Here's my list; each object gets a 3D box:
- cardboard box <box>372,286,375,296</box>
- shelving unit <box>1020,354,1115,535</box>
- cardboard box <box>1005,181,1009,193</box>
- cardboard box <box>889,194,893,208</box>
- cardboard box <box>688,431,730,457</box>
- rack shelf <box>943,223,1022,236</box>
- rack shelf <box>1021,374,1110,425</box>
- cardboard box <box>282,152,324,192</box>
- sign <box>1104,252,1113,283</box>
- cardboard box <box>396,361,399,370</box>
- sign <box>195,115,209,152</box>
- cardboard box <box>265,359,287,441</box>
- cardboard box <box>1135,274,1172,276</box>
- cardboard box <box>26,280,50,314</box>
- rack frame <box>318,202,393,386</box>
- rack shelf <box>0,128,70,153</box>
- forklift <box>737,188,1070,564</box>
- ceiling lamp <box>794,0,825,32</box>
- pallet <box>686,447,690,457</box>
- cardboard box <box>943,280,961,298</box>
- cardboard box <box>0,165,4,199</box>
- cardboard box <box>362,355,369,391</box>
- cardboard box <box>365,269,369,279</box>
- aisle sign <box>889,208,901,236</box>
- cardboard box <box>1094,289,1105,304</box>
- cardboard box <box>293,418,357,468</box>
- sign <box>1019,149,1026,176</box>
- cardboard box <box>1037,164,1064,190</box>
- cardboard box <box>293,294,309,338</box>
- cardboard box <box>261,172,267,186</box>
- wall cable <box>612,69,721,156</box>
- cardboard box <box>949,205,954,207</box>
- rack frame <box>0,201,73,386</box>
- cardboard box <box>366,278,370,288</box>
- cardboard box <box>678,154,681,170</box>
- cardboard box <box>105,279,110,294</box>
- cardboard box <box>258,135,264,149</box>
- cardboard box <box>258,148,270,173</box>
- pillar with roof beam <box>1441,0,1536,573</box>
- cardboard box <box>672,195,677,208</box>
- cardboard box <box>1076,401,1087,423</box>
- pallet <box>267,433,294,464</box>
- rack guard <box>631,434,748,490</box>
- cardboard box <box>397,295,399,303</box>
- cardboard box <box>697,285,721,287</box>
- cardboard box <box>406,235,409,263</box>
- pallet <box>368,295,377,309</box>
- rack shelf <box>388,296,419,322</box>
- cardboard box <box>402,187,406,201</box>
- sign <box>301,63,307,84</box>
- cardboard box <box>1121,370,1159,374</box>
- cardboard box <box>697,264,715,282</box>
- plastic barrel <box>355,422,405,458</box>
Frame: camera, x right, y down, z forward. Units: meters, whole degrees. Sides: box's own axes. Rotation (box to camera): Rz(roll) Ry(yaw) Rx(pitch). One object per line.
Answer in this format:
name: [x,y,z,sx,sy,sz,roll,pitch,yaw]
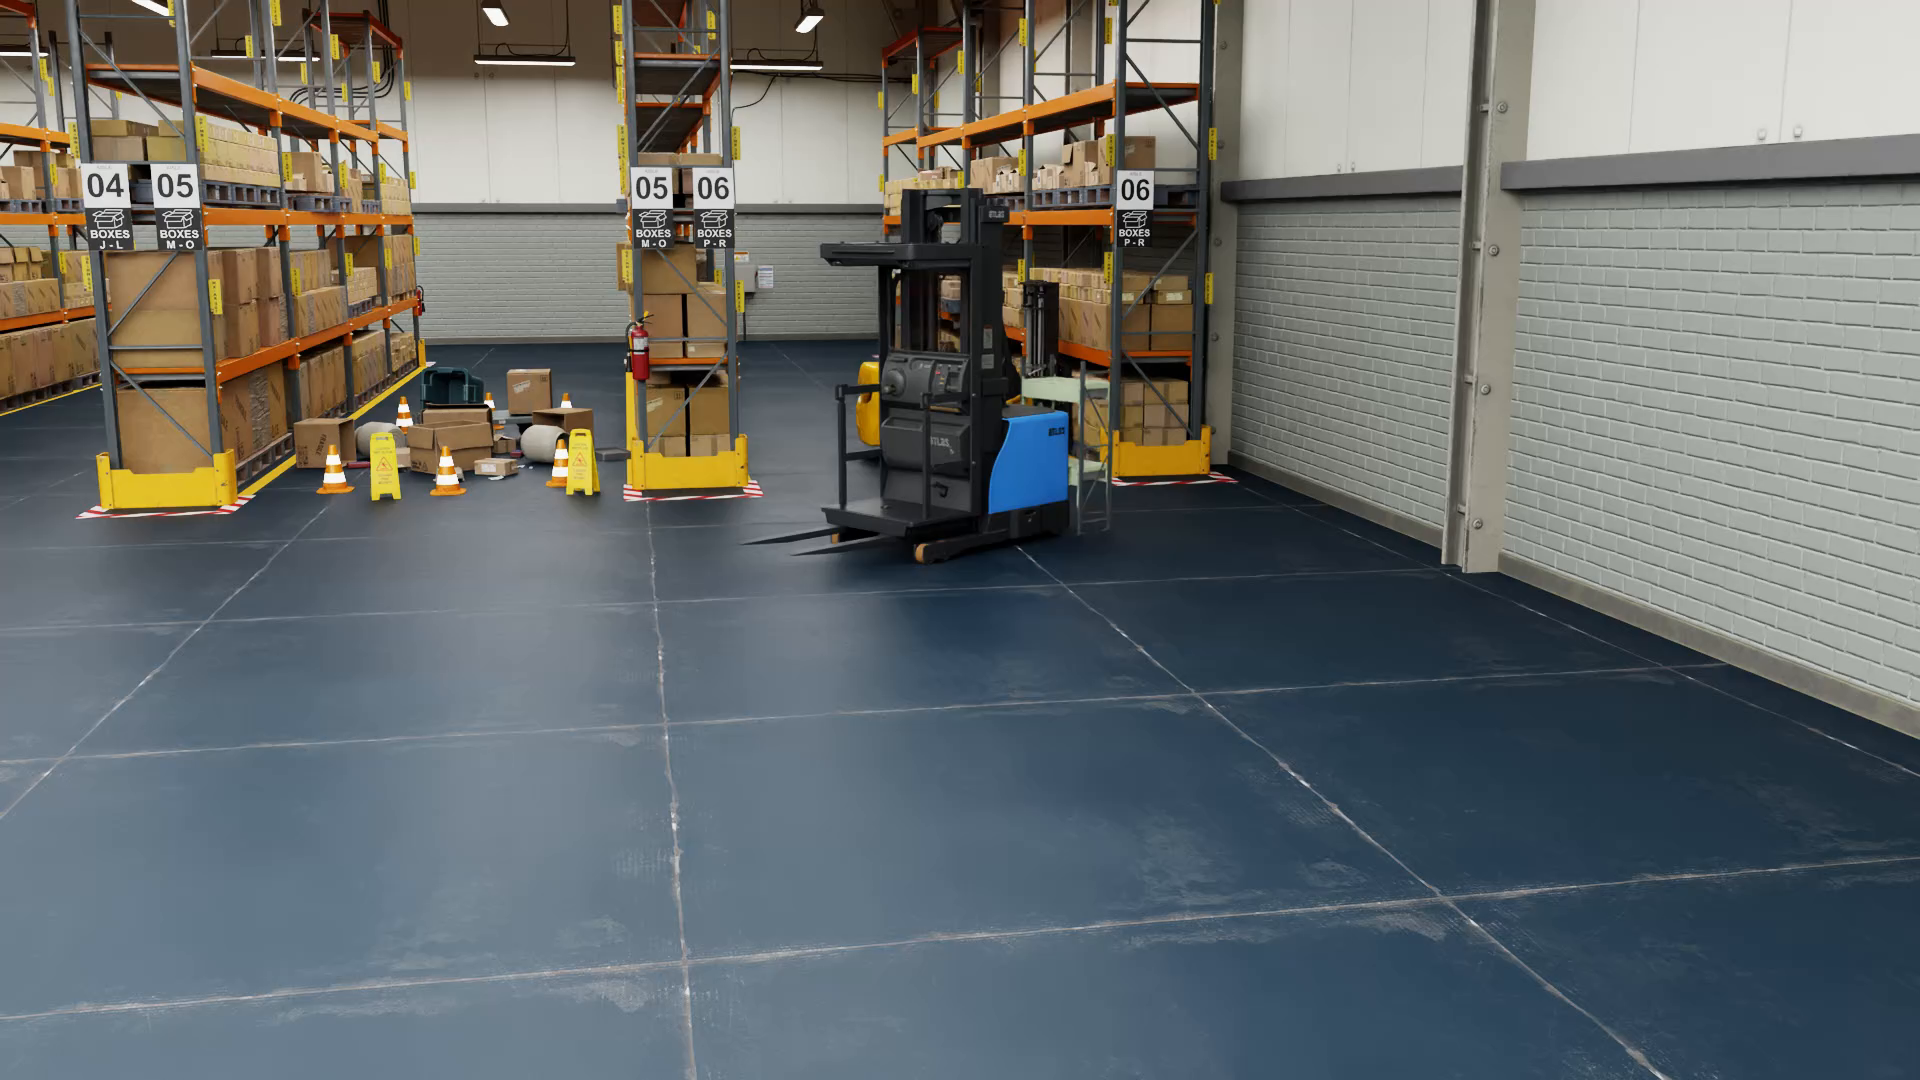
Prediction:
cardboard box: [-9.612,-3.992,26.696,0.380,0.149,0.250,-2,11,-11]
shelving unit: [0.935,-0.858,14.683,0.431,1.500,0.755,-9,14,-41]
cardboard box: [0.814,-4.731,22.289,0.380,0.149,0.250,-2,11,-11]
cardboard box: [-1.071,-6.498,31.896,0.500,0.250,0.500,-2,11,-10]
cardboard box: [-2.650,-1.033,17.835,0.500,0.250,0.500,-2,11,-11]
rack shelf: [0.159,-5.155,27.162,1.077,0.370,4.000,-2,11,-11]
rack shelf: [0.938,-1.242,14.612,0.431,0.370,0.720,-9,14,-41]
cardboard box: [-8.544,-4.758,21.492,0.500,0.500,0.500,-2,11,-11]
sign: [1.569,-2.869,17.518,0.100,0.325,0.005,-2,11,-11]
cardboard box: [-9.742,-2.955,28.203,0.380,0.149,0.250,-2,11,-9]
sign: [-7.055,-3.782,15.474,0.100,0.325,0.005,-2,11,-11]
cardboard box: [-8.325,-1.600,19.138,0.875,0.875,0.875,-2,11,-10]
cardboard box: [2.165,-2.882,18.516,0.380,0.149,0.250,-2,11,-10]
cardboard box: [-14.371,-3.743,25.571,0.500,0.500,0.500,-2,11,-9]
rack frame: [-9.934,-4.022,27.307,1.000,3.000,0.127,-2,11,-11]
rack shelf: [-15.208,-6.624,27.928,1.077,0.370,4.000,-2,11,-11]
forklift: [-0.436,-1.355,13.479,1.130,2.935,3.031,10,15,43]
ceiling lamp: [-2.223,-9.983,26.968,0.800,3.185,2.000,-2,11,-11]
pallet: [-2.903,-0.814,17.910,1.003,0.211,1.213,-2,11,-11]
cardboard box: [0.025,-3.983,26.377,0.500,0.250,0.500,-3,11,-14]
cardboard box: [-14.460,-5.231,24.237,0.797,0.503,0.637,-2,11,-12]
cardboard box: [-9.145,-2.498,24.861,0.500,0.500,0.500,-2,11,-10]
cardboard box: [-9.512,-4.186,26.125,0.380,0.149,0.250,-2,11,-11]
aisle sign: [-1.310,-6.415,32.923,0.394,0.787,0.004,-2,11,-11]
cardboard box: [1.682,-2.668,18.190,0.380,0.149,0.250,-2,11,-10]
cardboard box: [-7.070,-1.081,18.532,0.500,0.500,0.500,0,11,-1]
sign: [0.795,-4.795,21.122,0.100,0.325,0.005,-2,11,-11]
cardboard box: [1.248,-4.458,20.424,0.500,0.311,0.500,-2,11,-10]
cardboard box: [-8.217,-2.710,20.147,0.500,0.500,0.500,-2,11,-10]
cardboard box: [-7.843,-3.965,18.265,0.380,0.149,0.250,-2,11,-11]
wall cable: [-6.521,-8.961,37.212,2.355,3.000,0.029,-2,11,-11]
cardboard box: [0.111,-5.246,26.113,0.500,0.250,0.500,-2,11,-11]
rack frame: [-14.819,-3.860,26.457,1.000,3.000,0.127,-2,11,-11]
cardboard box: [-9.508,-4.042,26.162,0.380,0.149,0.250,-2,11,-13]
cardboard box: [-2.698,-3.880,17.077,0.380,0.149,0.250,-2,11,-11]
cardboard box: [-15.045,-4.401,28.902,0.500,0.250,0.500,-3,11,-13]
cardboard box: [-7.849,-4.359,18.200,0.380,0.149,0.250,-2,11,-10]
cardboard box: [-7.933,-4.183,18.343,0.500,0.250,0.500,-2,11,-11]
pillar with roof beam: [-0.204,-4.052,11.417,9.100,9.000,0.400,-2,11,-11]
cardboard box: [-3.191,-3.569,17.573,0.380,0.149,0.250,-2,11,-11]
cardboard box: [1.615,-1.473,18.804,0.500,0.250,0.500,-2,11,-12]
pallet: [-8.307,-1.043,19.111,1.003,0.211,1.213,-2,11,-11]
rack guard: [-2.779,-0.806,17.094,1.175,0.500,0.348,-2,11,-11]
cardboard box: [-9.972,-4.202,28.926,0.380,0.149,0.250,-2,11,-8]
cardboard box: [-3.000,-2.687,19.230,0.500,0.500,0.500,-2,11,-9]
cardboard box: [-10.281,-5.275,30.149,0.500,0.500,0.500,-3,11,-13]
pallet: [-9.929,-3.783,26.561,1.003,0.211,1.213,-2,11,-11]
rack shelf: [-10.323,-4.036,29.301,1.077,0.370,4.000,-2,11,-11]
cardboard box: [-10.273,-6.232,29.960,0.500,0.250,0.500,-2,11,-13]
sign: [-10.470,-7.451,26.565,0.100,0.325,0.005,-2,11,-11]
cardboard box: [2.008,-1.827,19.327,0.500,0.250,0.500,-2,11,-11]
cardboard box: [-3.353,-3.252,21.071,0.500,0.500,0.500,-2,11,-10]
plastic barrel: [-6.653,-1.137,19.039,0.512,0.421,0.421,6,12,28]
